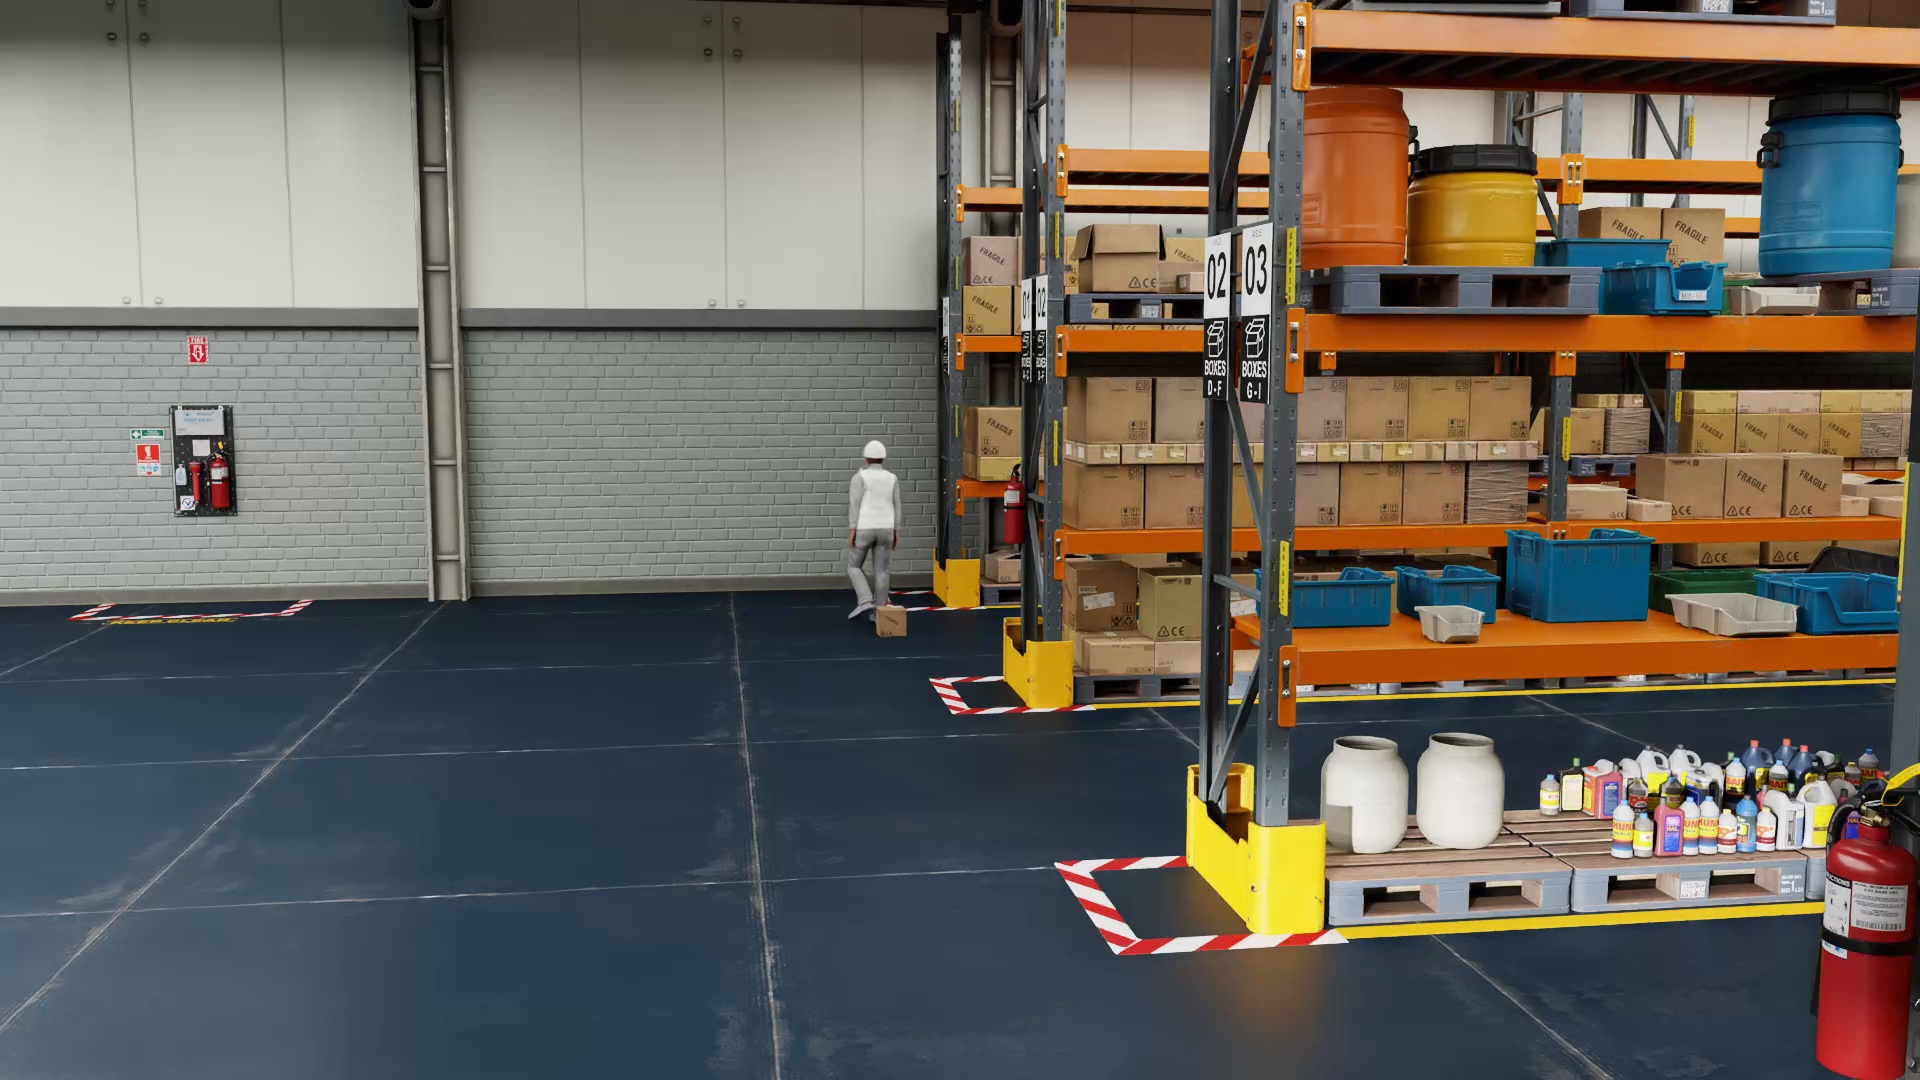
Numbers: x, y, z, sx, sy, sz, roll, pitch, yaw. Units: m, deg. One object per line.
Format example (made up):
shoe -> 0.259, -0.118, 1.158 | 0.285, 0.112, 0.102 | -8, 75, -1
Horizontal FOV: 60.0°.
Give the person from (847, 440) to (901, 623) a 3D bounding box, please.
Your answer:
person -> -0.833, -0.087, 16.204 | 0.560, 1.760, 0.488 | -3, 7, -22
